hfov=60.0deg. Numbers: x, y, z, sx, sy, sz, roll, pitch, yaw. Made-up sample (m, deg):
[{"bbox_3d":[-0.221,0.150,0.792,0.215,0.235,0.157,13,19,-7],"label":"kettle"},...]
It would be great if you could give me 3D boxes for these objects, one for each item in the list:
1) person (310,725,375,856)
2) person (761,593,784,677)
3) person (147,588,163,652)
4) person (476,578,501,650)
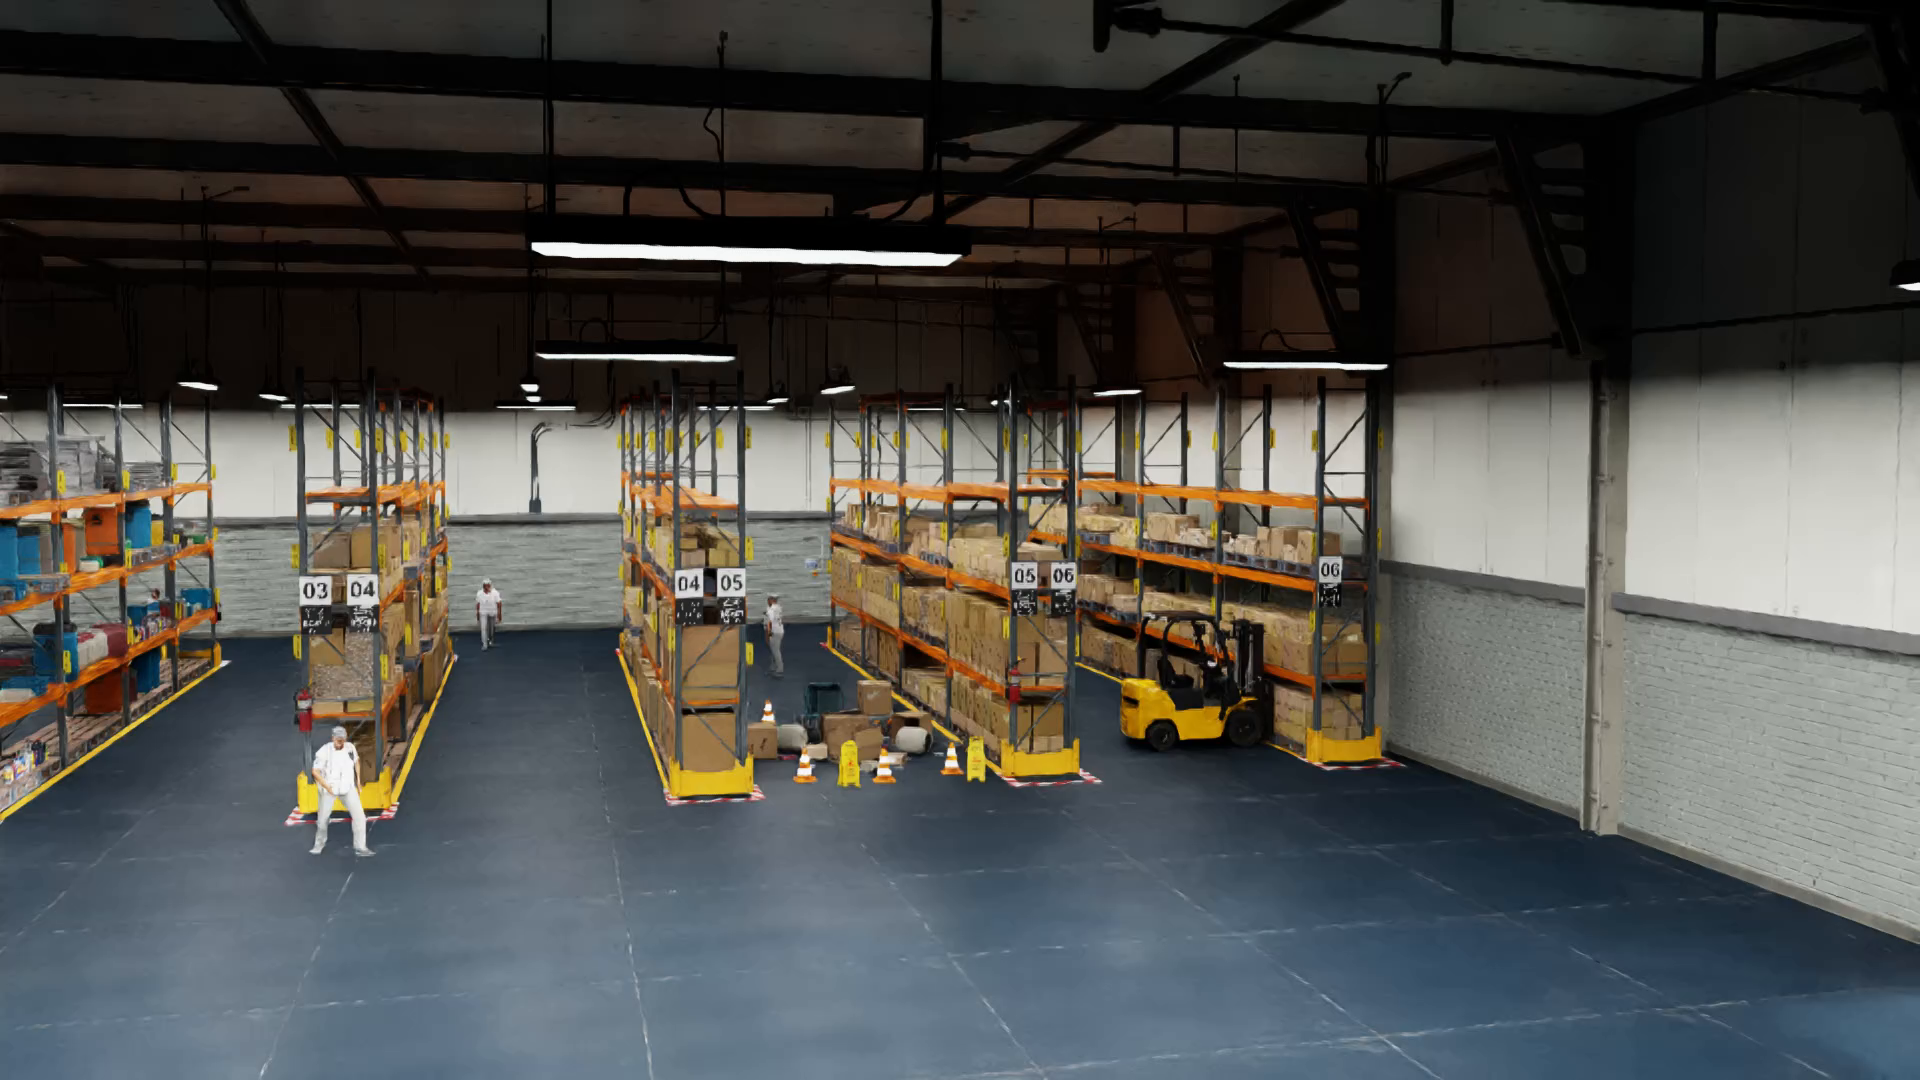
[{"bbox_3d":[-7.489,2.999,20.067,0.656,1.597,0.818,-2,4,-30],"label":"person"},{"bbox_3d":[-3.993,2.004,35.349,0.593,1.745,0.652,1,3,12],"label":"person"},{"bbox_3d":[-19.058,1.878,39.423,0.417,1.516,1.036,-1,3,-11],"label":"person"},{"bbox_3d":[-11.338,1.761,40.000,0.586,1.716,1.039,-1,4,-15],"label":"person"}]
